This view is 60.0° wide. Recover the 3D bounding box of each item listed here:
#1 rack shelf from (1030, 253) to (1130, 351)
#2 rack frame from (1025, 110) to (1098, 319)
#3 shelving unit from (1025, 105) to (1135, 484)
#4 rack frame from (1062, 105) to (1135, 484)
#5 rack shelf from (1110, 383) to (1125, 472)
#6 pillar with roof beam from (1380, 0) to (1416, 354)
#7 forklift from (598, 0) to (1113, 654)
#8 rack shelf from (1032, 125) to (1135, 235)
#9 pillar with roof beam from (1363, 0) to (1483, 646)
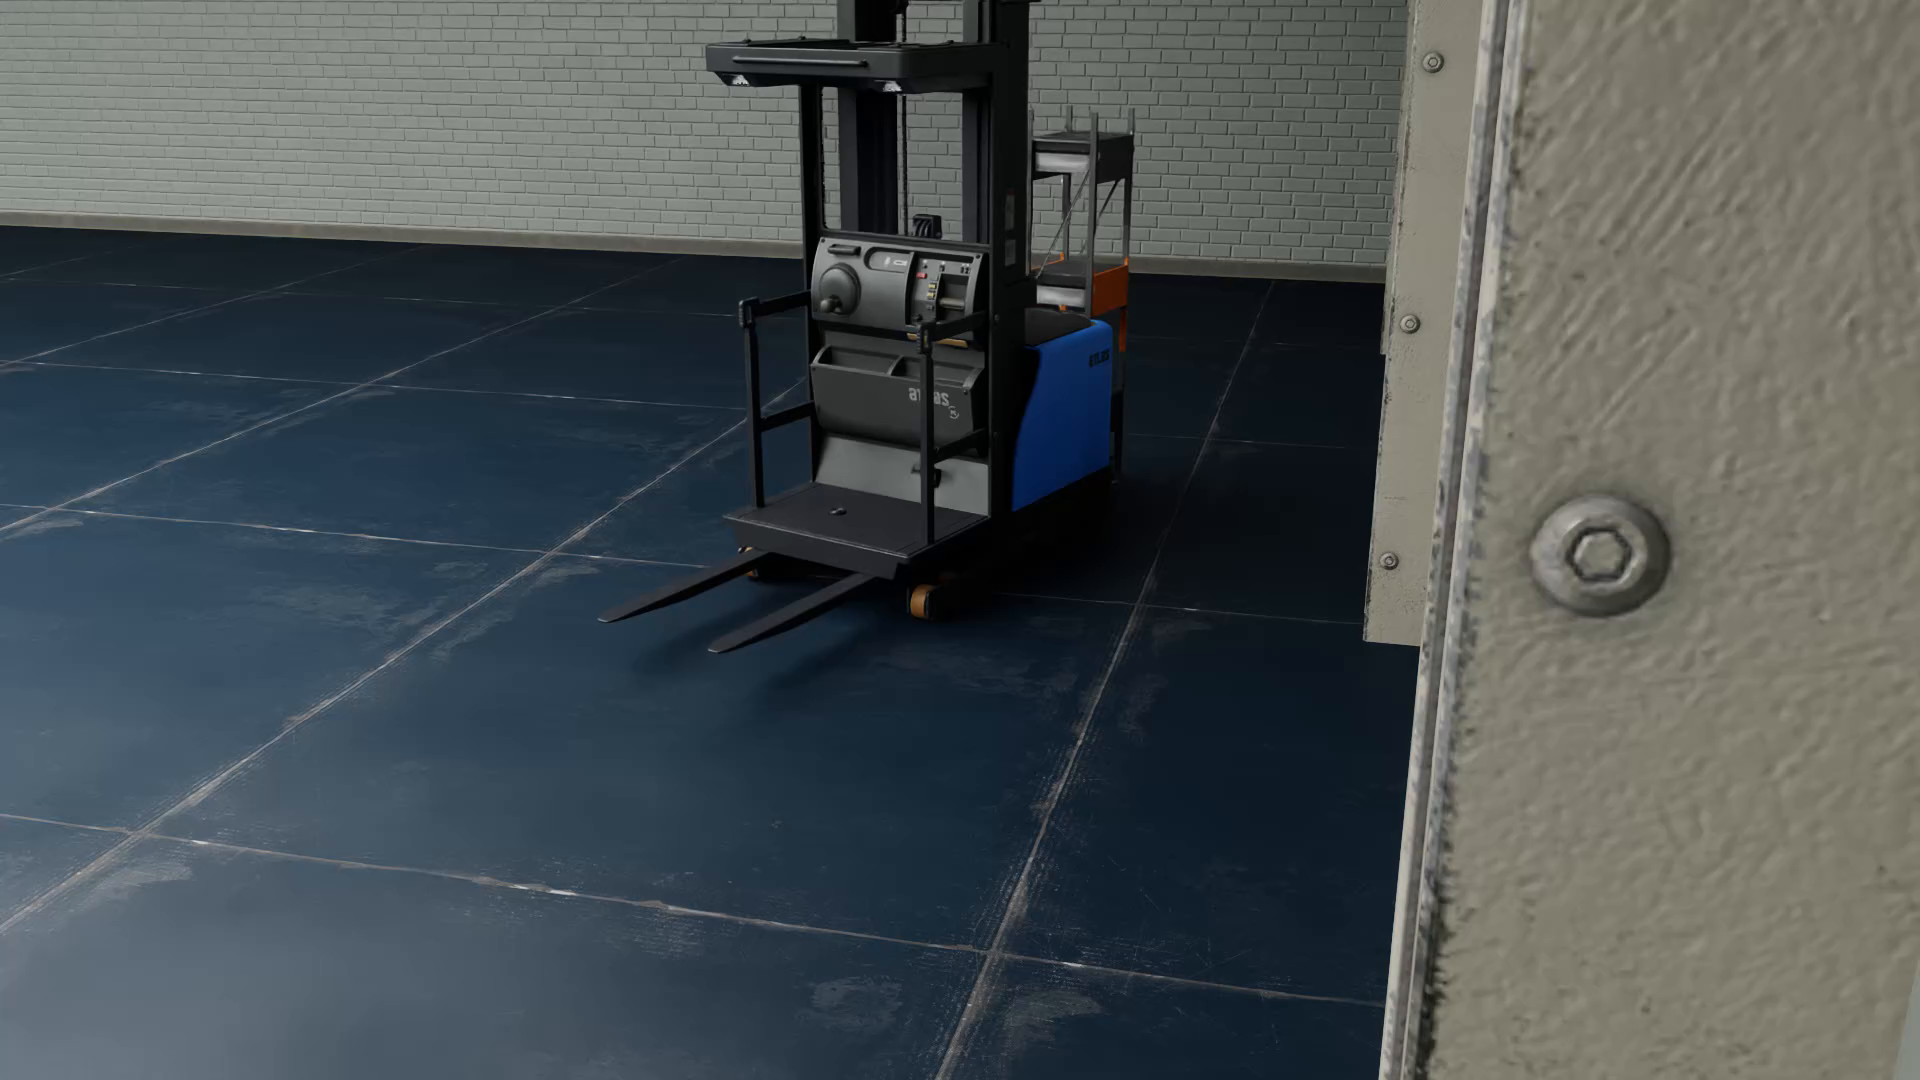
[{"bbox_3d":[0.636,-1.273,9.139,0.431,0.518,0.480,10,20,26],"label":"rack shelf"},{"bbox_3d":[0.522,-1.221,8.929,0.400,2.100,0.015,10,20,26],"label":"rack frame"},{"bbox_3d":[0.637,-1.286,9.135,0.431,2.100,0.503,10,20,26],"label":"shelving unit"},{"bbox_3d":[0.751,-1.351,9.340,0.400,2.100,0.015,10,20,26],"label":"rack frame"},{"bbox_3d":[0.631,-0.607,9.353,0.431,0.518,0.480,10,20,26],"label":"rack shelf"},{"bbox_3d":[-0.734,-6.084,12.523,9.100,9.000,0.400,5,19,13],"label":"pillar with roof beam"},{"bbox_3d":[-0.415,-1.195,7.597,1.130,2.935,3.031,12,22,31],"label":"forklift"},{"bbox_3d":[0.642,-1.940,8.924,0.431,0.518,0.480,10,20,26],"label":"rack shelf"},{"bbox_3d":[-2.200,-4.203,7.017,9.100,9.000,0.400,5,19,13],"label":"pillar with roof beam"}]
